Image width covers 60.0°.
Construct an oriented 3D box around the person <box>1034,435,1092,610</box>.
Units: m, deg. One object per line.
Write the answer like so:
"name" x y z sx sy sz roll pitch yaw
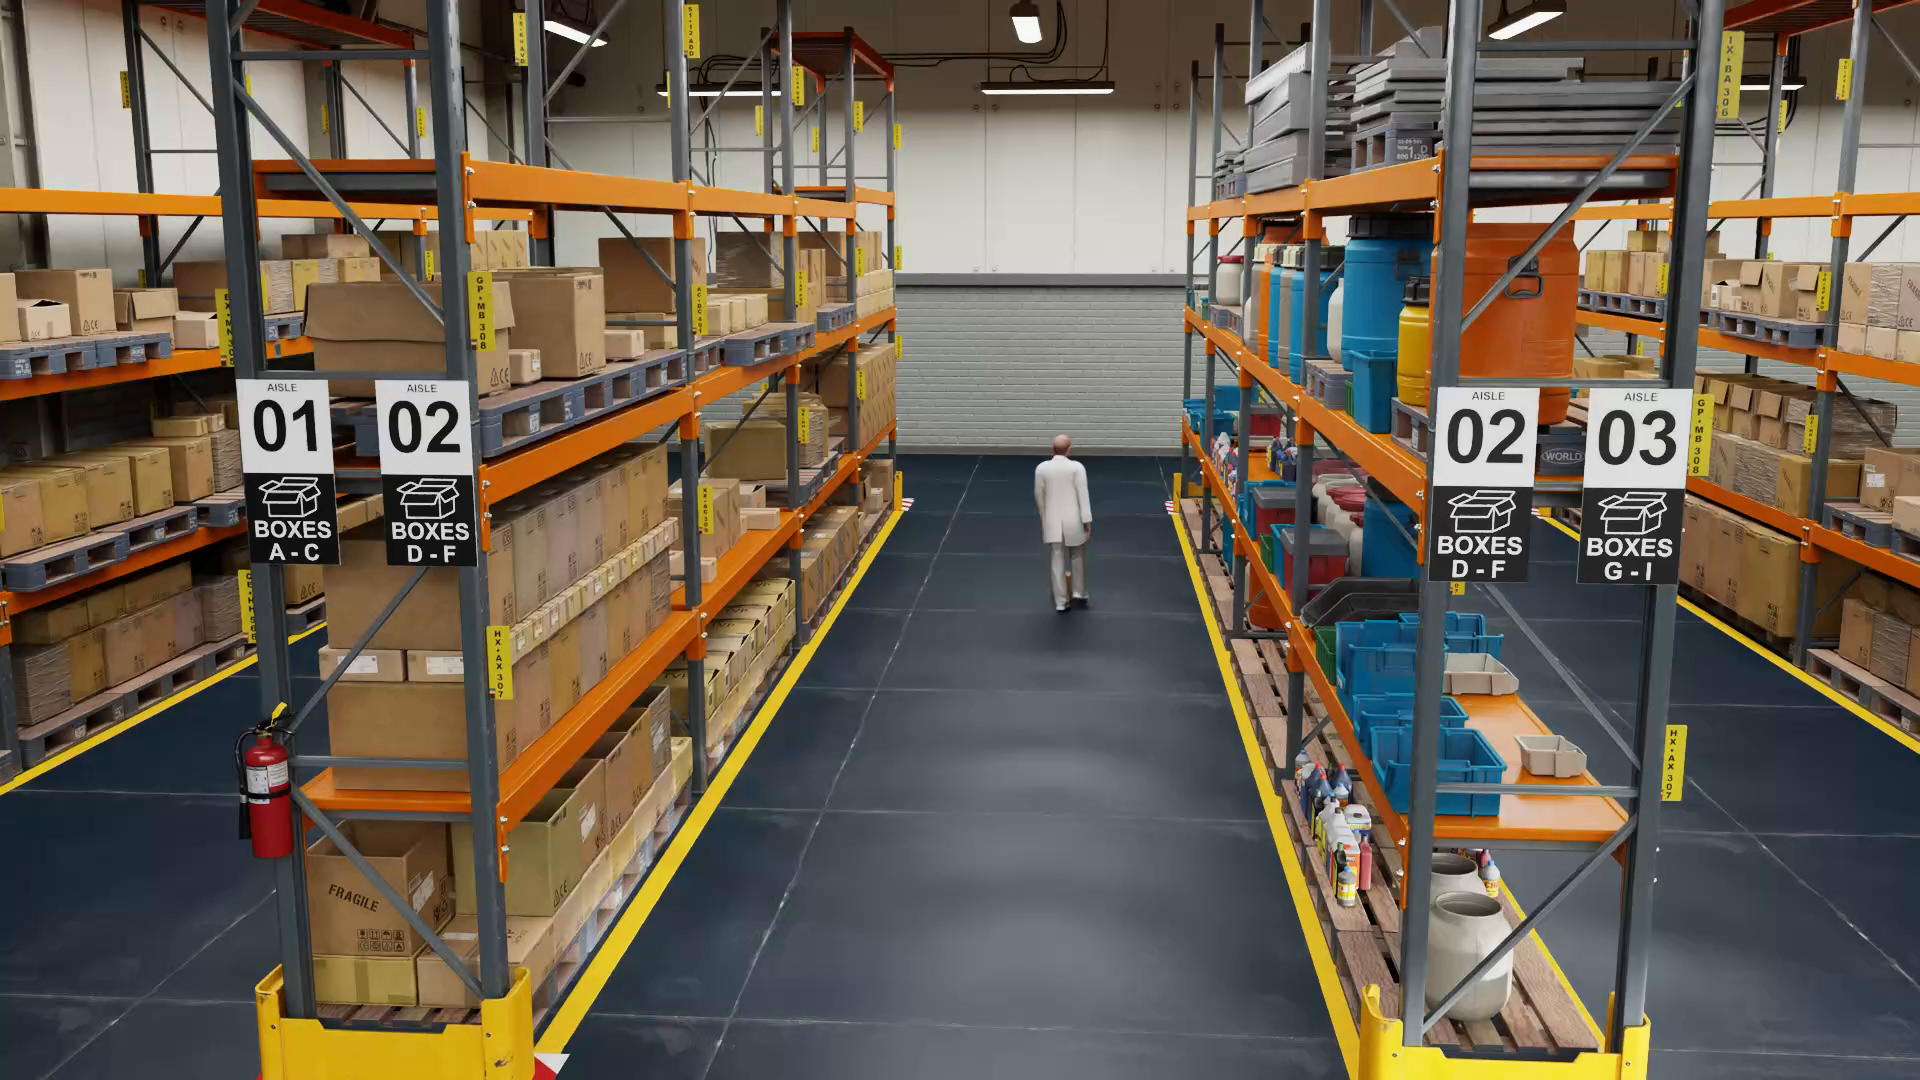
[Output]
"person" 1.068 -0.207 17.001 0.616 1.767 0.851 2 11 10
